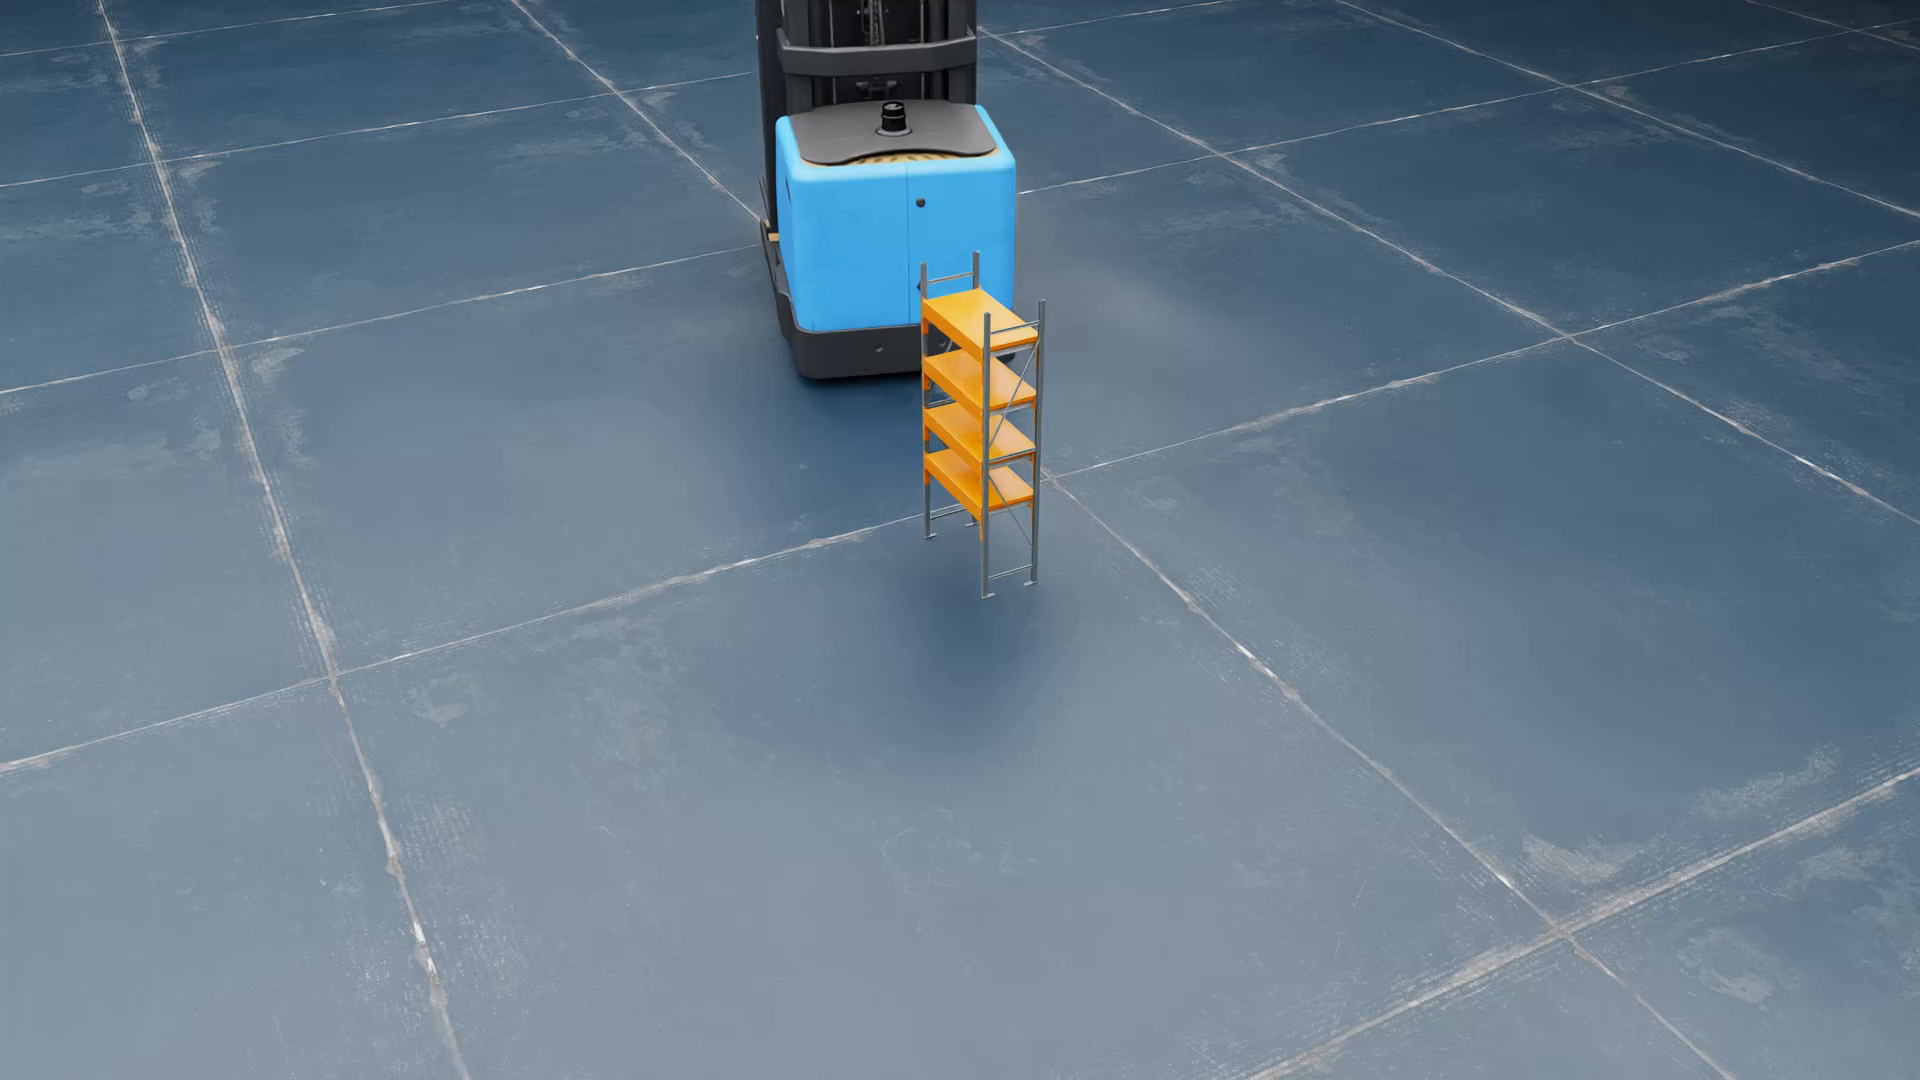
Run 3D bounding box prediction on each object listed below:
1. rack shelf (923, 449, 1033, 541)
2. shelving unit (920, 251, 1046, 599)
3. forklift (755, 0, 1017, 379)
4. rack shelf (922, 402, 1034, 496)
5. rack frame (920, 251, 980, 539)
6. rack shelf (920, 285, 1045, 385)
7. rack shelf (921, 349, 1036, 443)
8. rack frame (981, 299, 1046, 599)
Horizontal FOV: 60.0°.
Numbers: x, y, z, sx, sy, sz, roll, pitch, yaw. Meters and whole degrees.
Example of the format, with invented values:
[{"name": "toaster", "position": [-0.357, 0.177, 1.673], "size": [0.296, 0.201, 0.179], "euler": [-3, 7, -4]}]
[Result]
[{"name": "rack shelf", "position": [0.077, -0.202, 6.446], "size": [0.258, 0.148, 0.480], "euler": [-16, 36, -23]}, {"name": "shelving unit", "position": [0.077, -0.426, 6.303], "size": [0.258, 1.200, 0.503], "euler": [-16, 36, -23]}, {"name": "forklift", "position": [-0.504, -2.773, 8.362], "size": [1.130, 2.935, 3.031], "euler": [-6, 33, -9]}, {"name": "rack shelf", "position": [0.077, -0.370, 6.339], "size": [0.258, 0.148, 0.480], "euler": [-16, 36, -23]}, {"name": "rack frame", "position": [-0.037, -0.543, 6.485], "size": [0.240, 1.200, 0.015], "euler": [-16, 36, -23]}, {"name": "rack shelf", "position": [0.077, -0.757, 6.091], "size": [0.258, 0.148, 0.480], "euler": [-16, 36, -23]}, {"name": "rack shelf", "position": [0.077, -0.558, 6.219], "size": [0.258, 0.148, 0.480], "euler": [-16, 36, -23]}, {"name": "rack frame", "position": [0.191, -0.310, 6.121], "size": [0.240, 1.200, 0.015], "euler": [-16, 36, -23]}]
